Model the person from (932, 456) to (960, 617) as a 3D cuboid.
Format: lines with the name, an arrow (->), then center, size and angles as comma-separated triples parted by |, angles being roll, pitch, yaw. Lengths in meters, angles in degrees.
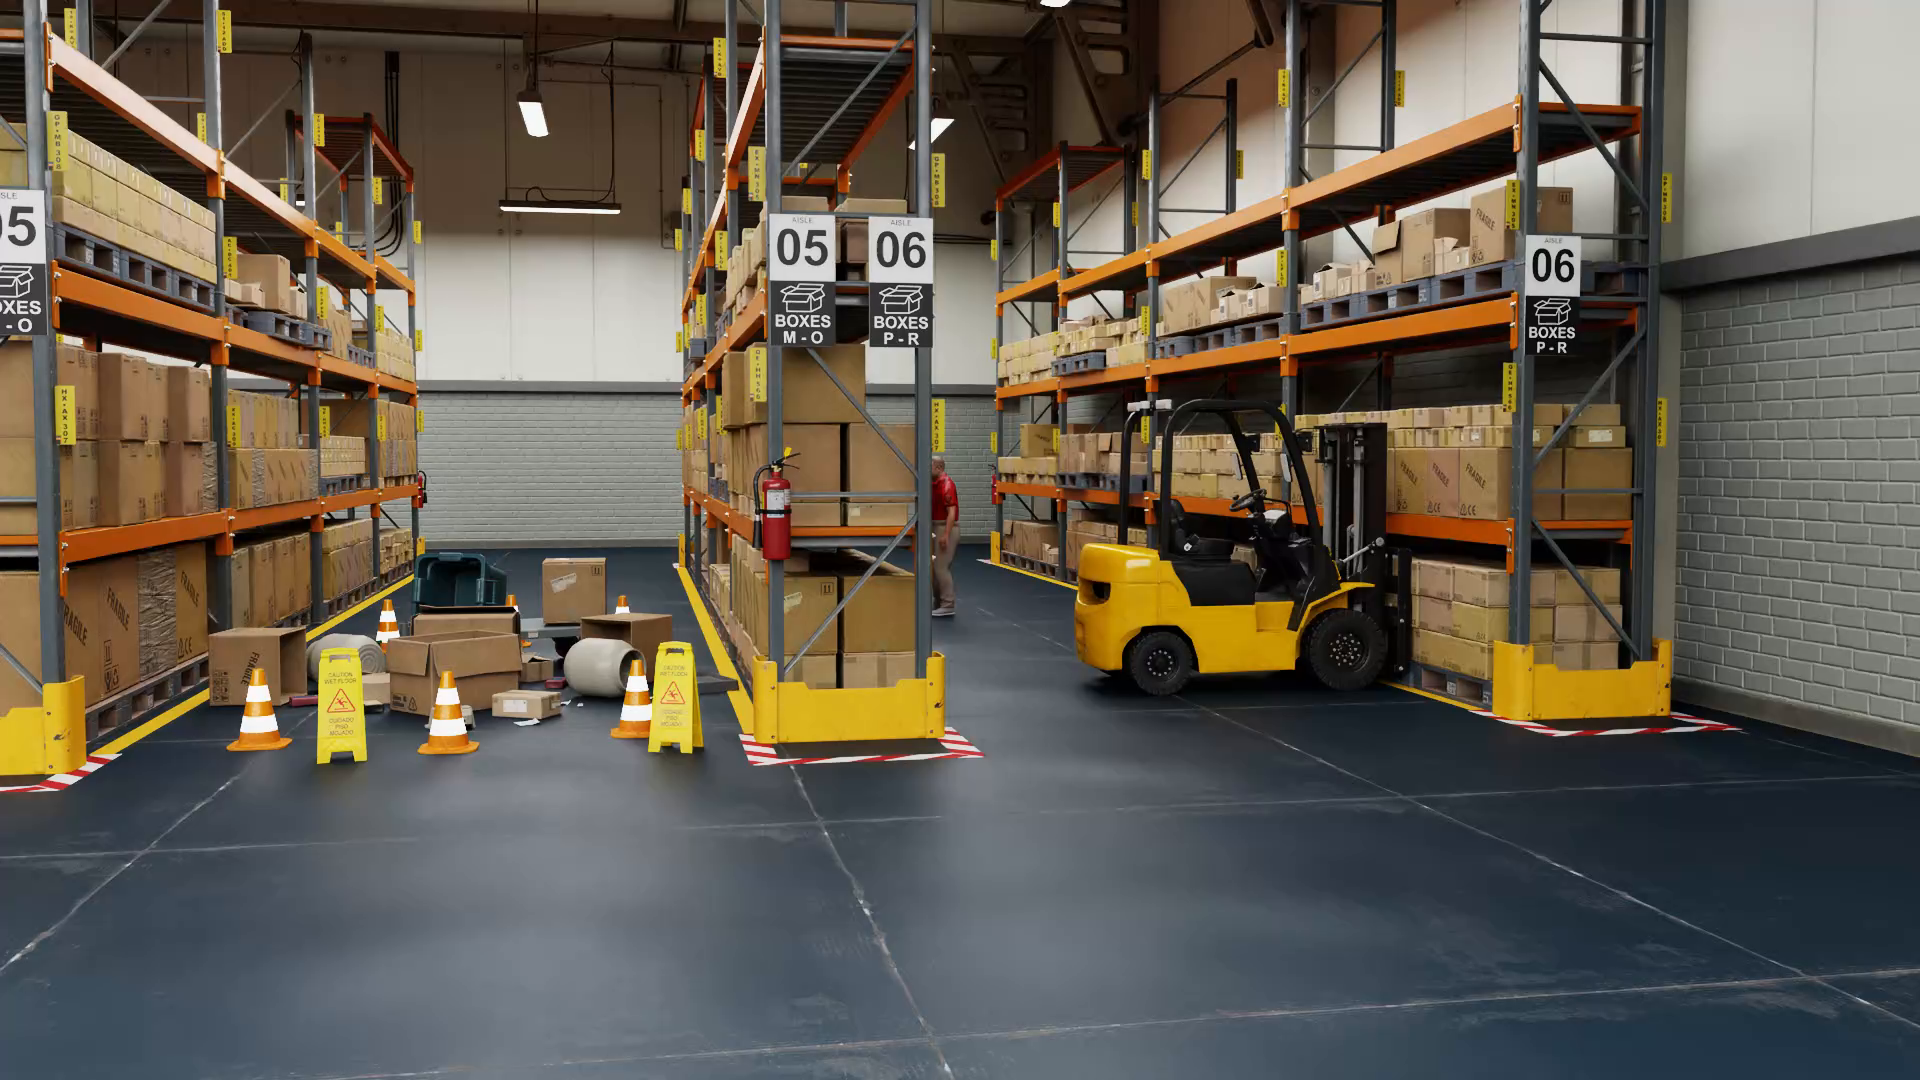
person -> -0.209, -0.045, 18.073 | 0.389, 1.727, 0.606 | -1, 3, -15
